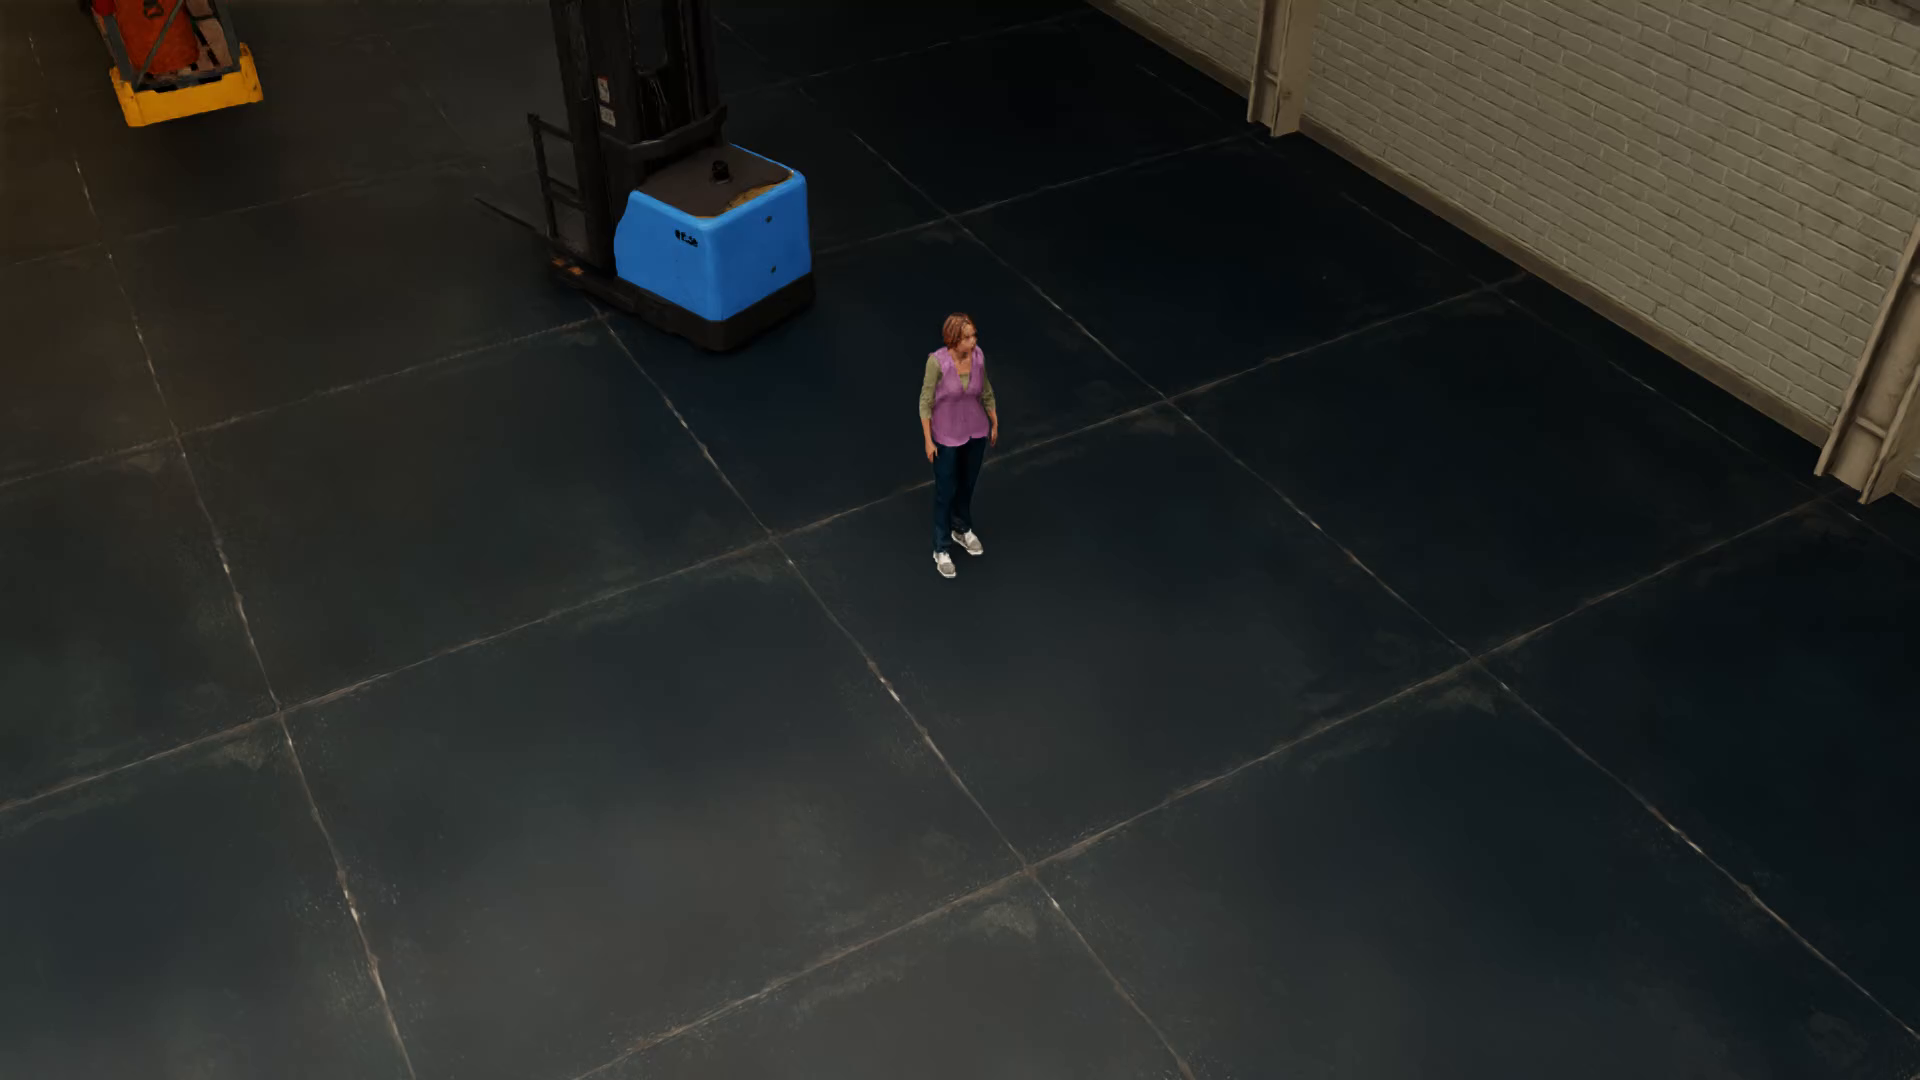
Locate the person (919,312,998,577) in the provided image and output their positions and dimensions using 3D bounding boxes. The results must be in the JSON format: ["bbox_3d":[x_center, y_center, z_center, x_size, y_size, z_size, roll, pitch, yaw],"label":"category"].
[{"bbox_3d":[0.025,-0.575,9.763,0.520,1.597,0.474,-20,44,-23],"label":"person"}]

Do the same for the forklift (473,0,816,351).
[{"bbox_3d":[-2.530,-3.266,11.974,3.031,2.935,1.130,28,47,30],"label":"forklift"}]
